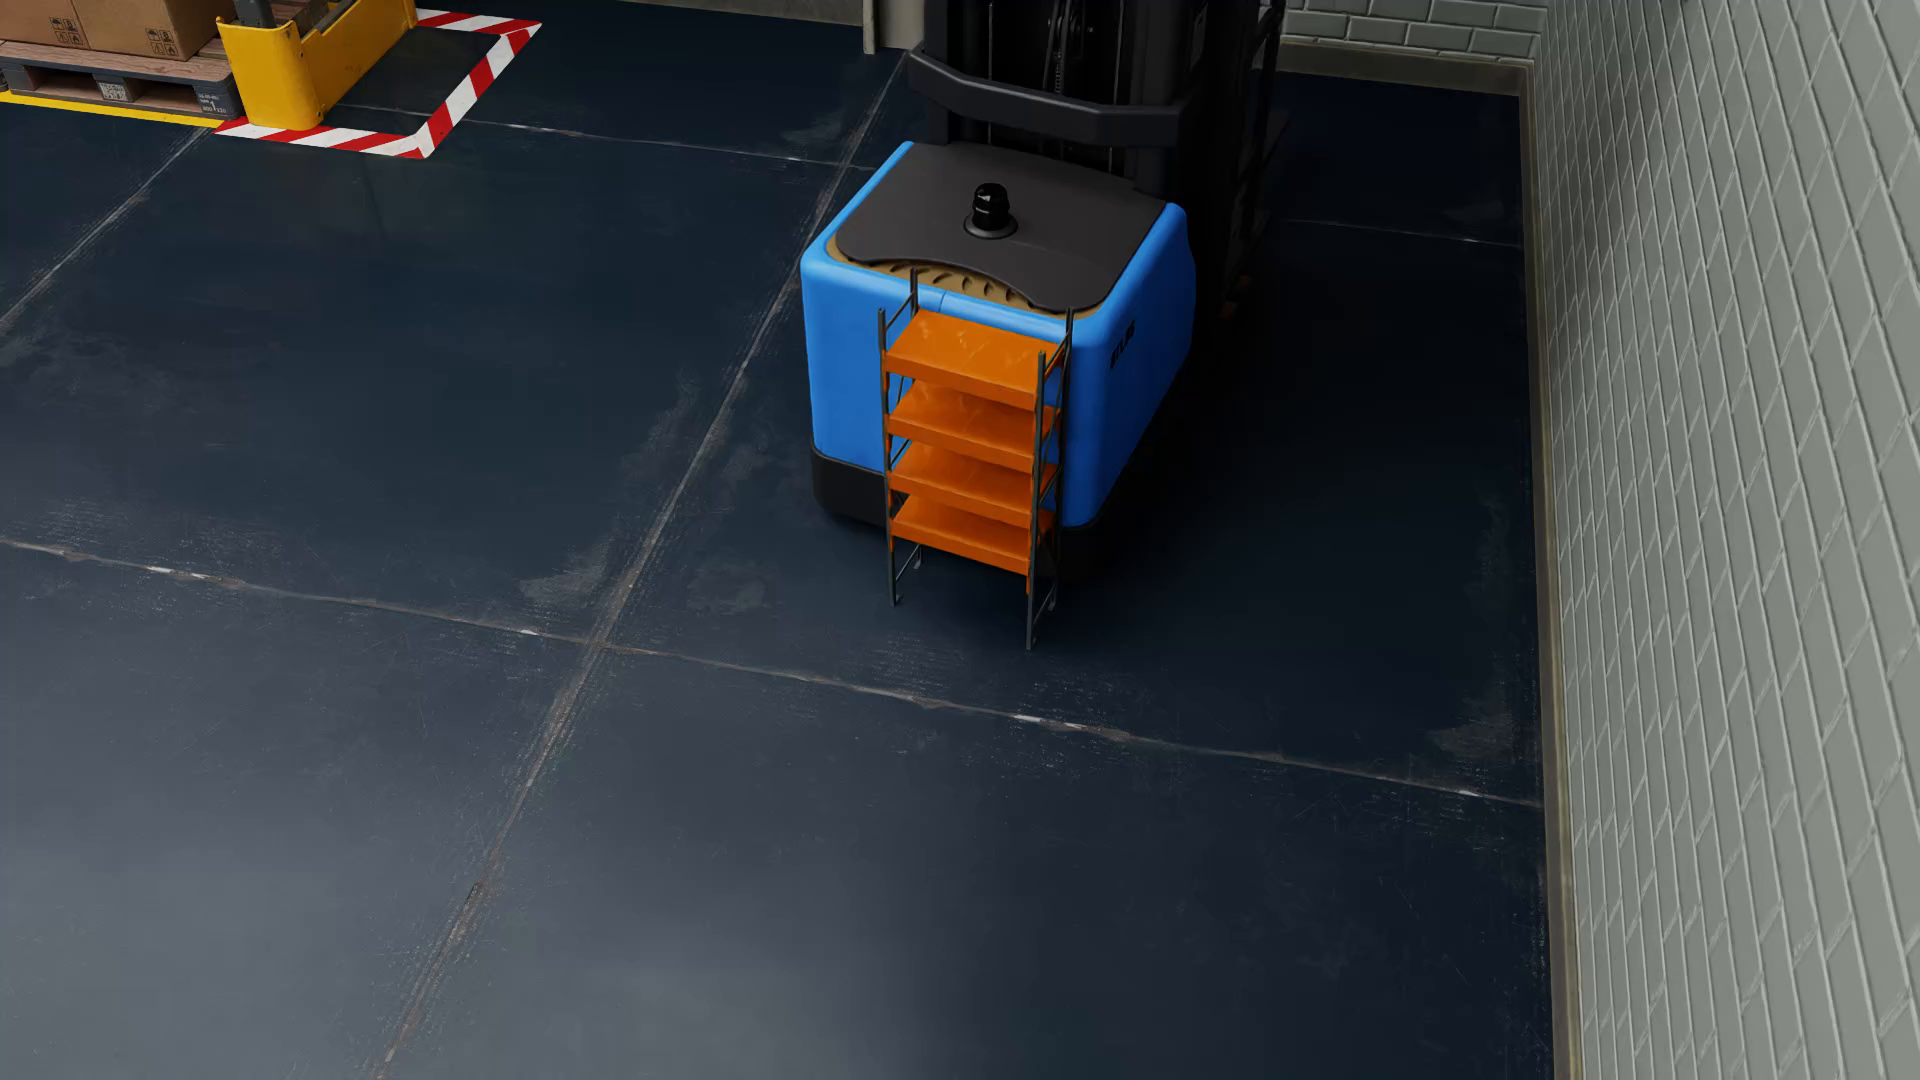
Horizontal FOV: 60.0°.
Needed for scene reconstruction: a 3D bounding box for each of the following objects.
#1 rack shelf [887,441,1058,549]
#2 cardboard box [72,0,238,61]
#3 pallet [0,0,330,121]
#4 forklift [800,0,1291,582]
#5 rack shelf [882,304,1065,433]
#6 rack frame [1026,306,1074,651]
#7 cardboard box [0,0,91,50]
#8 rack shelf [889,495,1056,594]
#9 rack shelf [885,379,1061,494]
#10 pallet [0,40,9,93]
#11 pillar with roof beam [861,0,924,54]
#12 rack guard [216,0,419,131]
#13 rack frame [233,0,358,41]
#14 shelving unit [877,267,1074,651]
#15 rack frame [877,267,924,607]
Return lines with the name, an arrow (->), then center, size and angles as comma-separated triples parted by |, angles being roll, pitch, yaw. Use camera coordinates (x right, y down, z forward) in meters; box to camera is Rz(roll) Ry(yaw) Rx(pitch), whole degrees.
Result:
rack shelf -> 0.045, -0.171, 5.160 | 0.480, 0.148, 0.258 | 17, 46, 17
cardboard box -> -3.781, -2.686, 7.877 | 0.500, 0.500, 0.700 | 9, 45, 9
pallet -> -3.873, -2.460, 8.154 | 1.213, 0.211, 1.003 | 9, 45, 9
forklift -> 0.549, -1.947, 5.659 | 1.130, 2.935, 3.031 | 17, 46, 17
rack shelf -> 0.045, -0.503, 4.841 | 0.480, 0.148, 0.258 | 17, 46, 17
rack frame -> 0.269, -0.152, 5.043 | 0.015, 1.200, 0.240 | 17, 46, 17
cardboard box -> -4.269, -2.762, 7.956 | 0.500, 0.500, 0.700 | 9, 45, 9
rack shelf -> 0.045, -0.028, 5.297 | 0.480, 0.148, 0.258 | 17, 46, 17
rack shelf -> 0.045, -0.332, 5.005 | 0.480, 0.148, 0.258 | 17, 46, 17
pallet -> -5.060, -2.646, 8.347 | 1.213, 0.211, 1.003 | 9, 45, 9
pillar with roof beam -> -1.192, -2.821, 2.192 | 0.400, 9.000, 9.100 | 9, 45, 9
rack guard -> -3.052, -2.493, 7.979 | 0.348, 0.500, 1.175 | 9, 45, 9
rack frame -> -3.076, -3.397, 7.116 | 0.127, 3.000, 1.000 | 9, 45, 9
shelving unit -> 0.045, -0.220, 5.113 | 0.503, 1.200, 0.258 | 17, 46, 17
rack frame -> -0.179, -0.287, 5.183 | 0.015, 1.200, 0.240 | 17, 46, 17
